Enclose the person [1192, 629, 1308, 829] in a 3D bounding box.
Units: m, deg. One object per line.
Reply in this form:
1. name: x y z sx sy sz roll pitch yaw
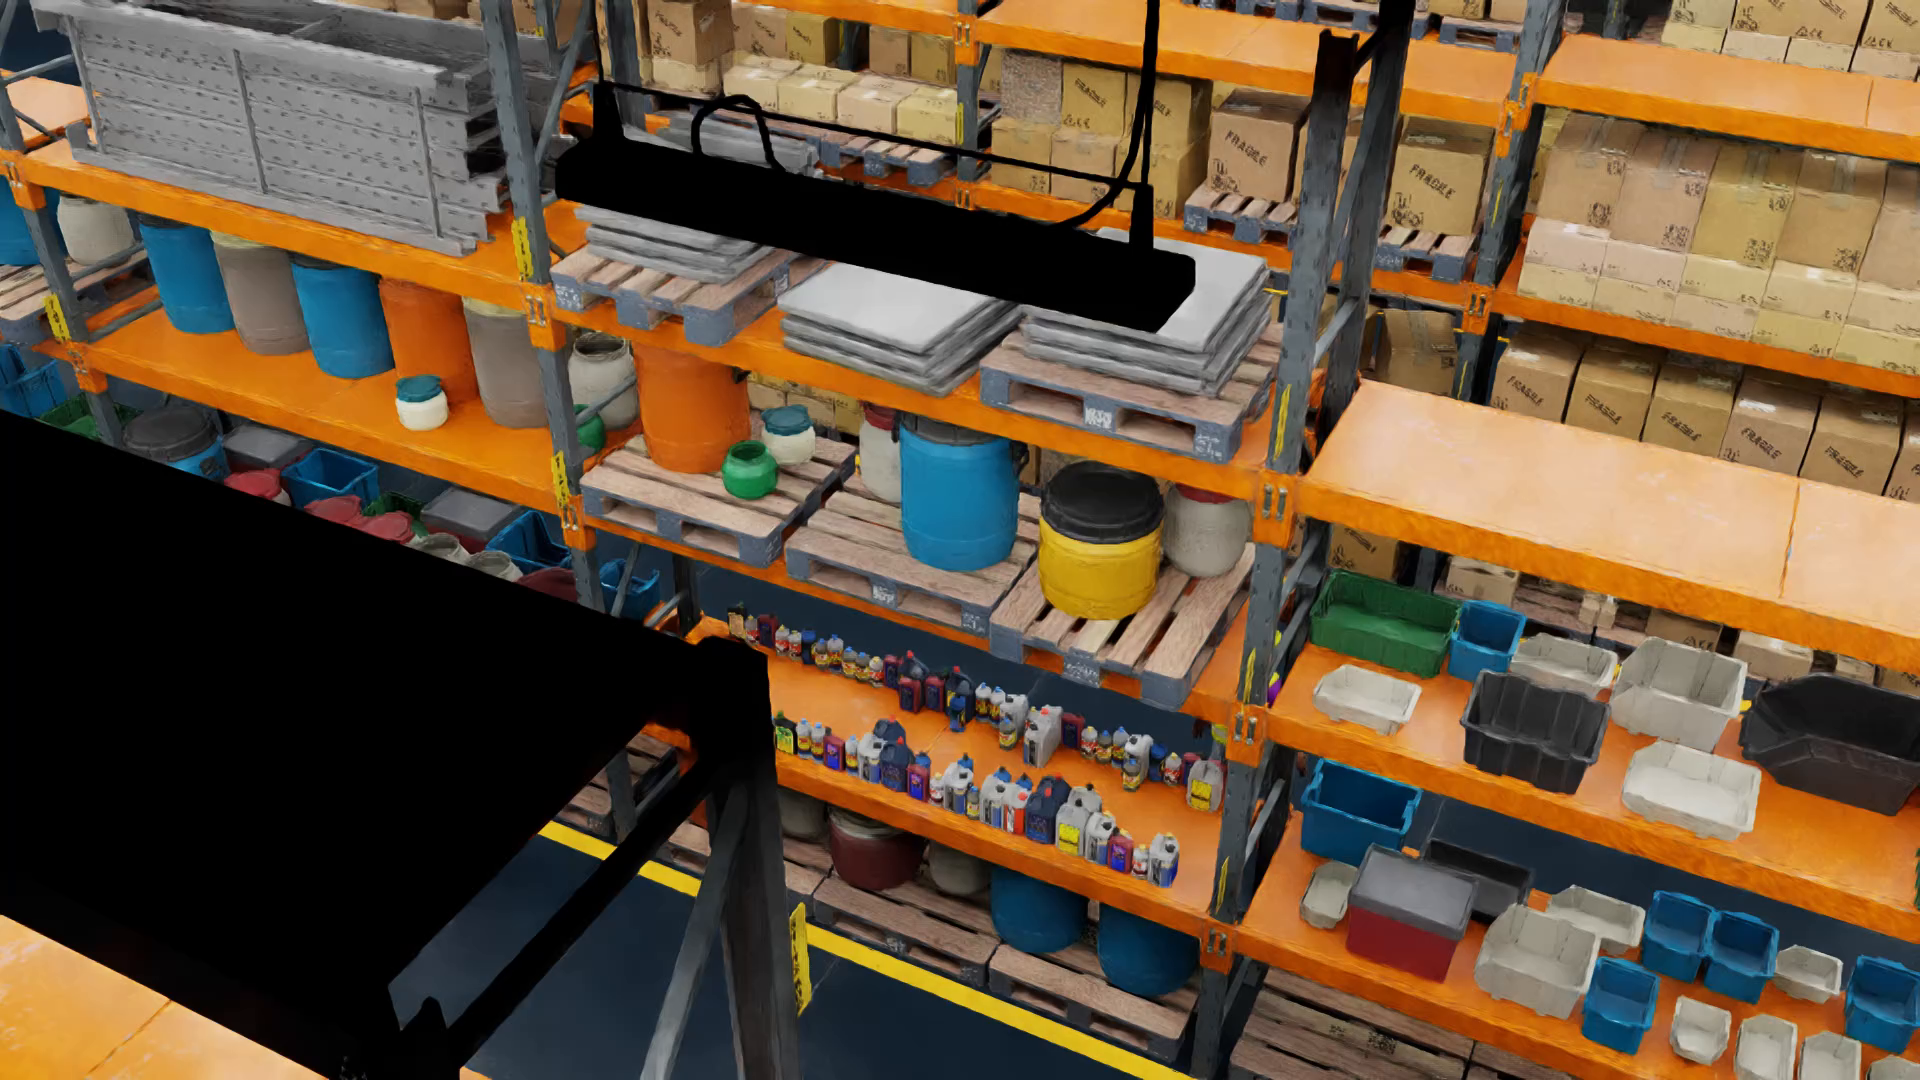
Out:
1. person: 1.878 1.222 10.577 0.797 1.760 0.618 24 41 30
